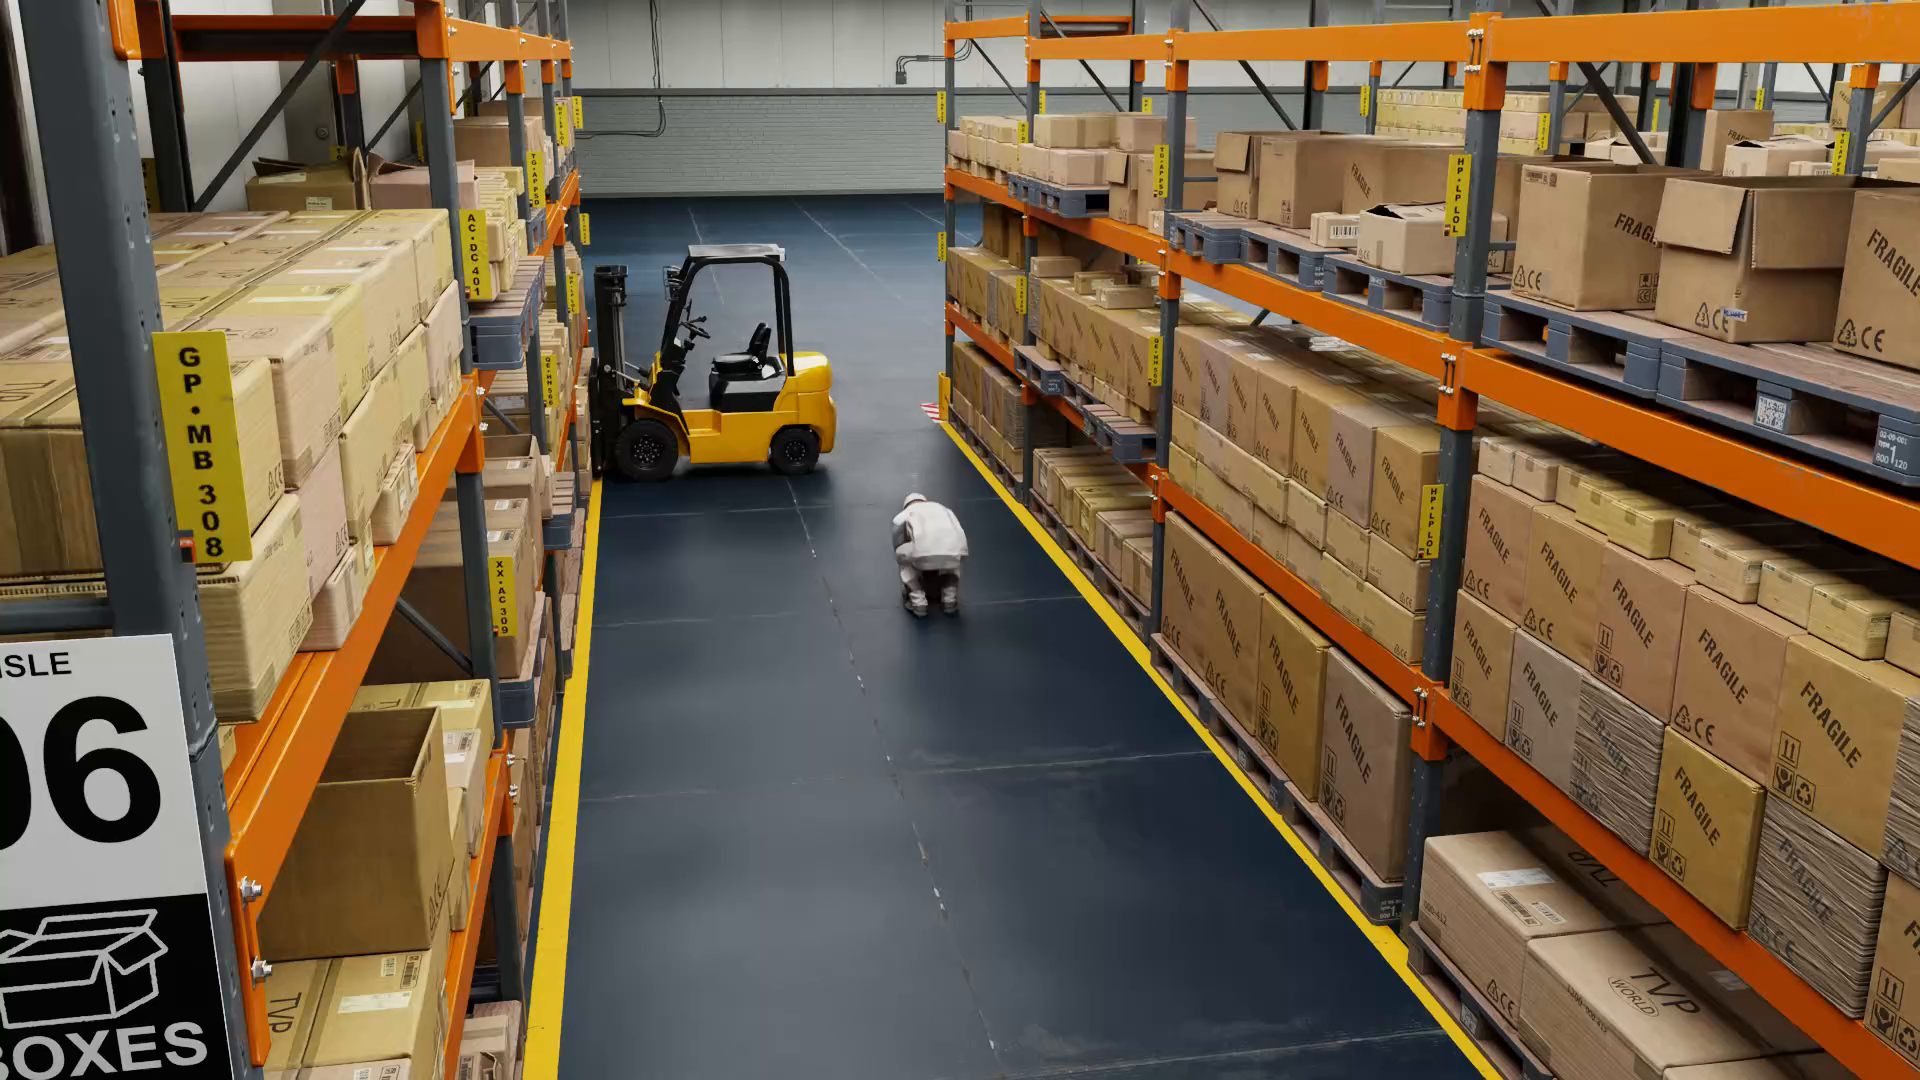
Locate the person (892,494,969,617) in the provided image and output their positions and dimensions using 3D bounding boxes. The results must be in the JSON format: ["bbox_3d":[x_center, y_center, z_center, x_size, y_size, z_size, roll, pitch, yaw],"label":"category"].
[{"bbox_3d":[-0.228,0.125,12.431,0.518,0.797,0.954,-3,17,-12],"label":"person"}]
